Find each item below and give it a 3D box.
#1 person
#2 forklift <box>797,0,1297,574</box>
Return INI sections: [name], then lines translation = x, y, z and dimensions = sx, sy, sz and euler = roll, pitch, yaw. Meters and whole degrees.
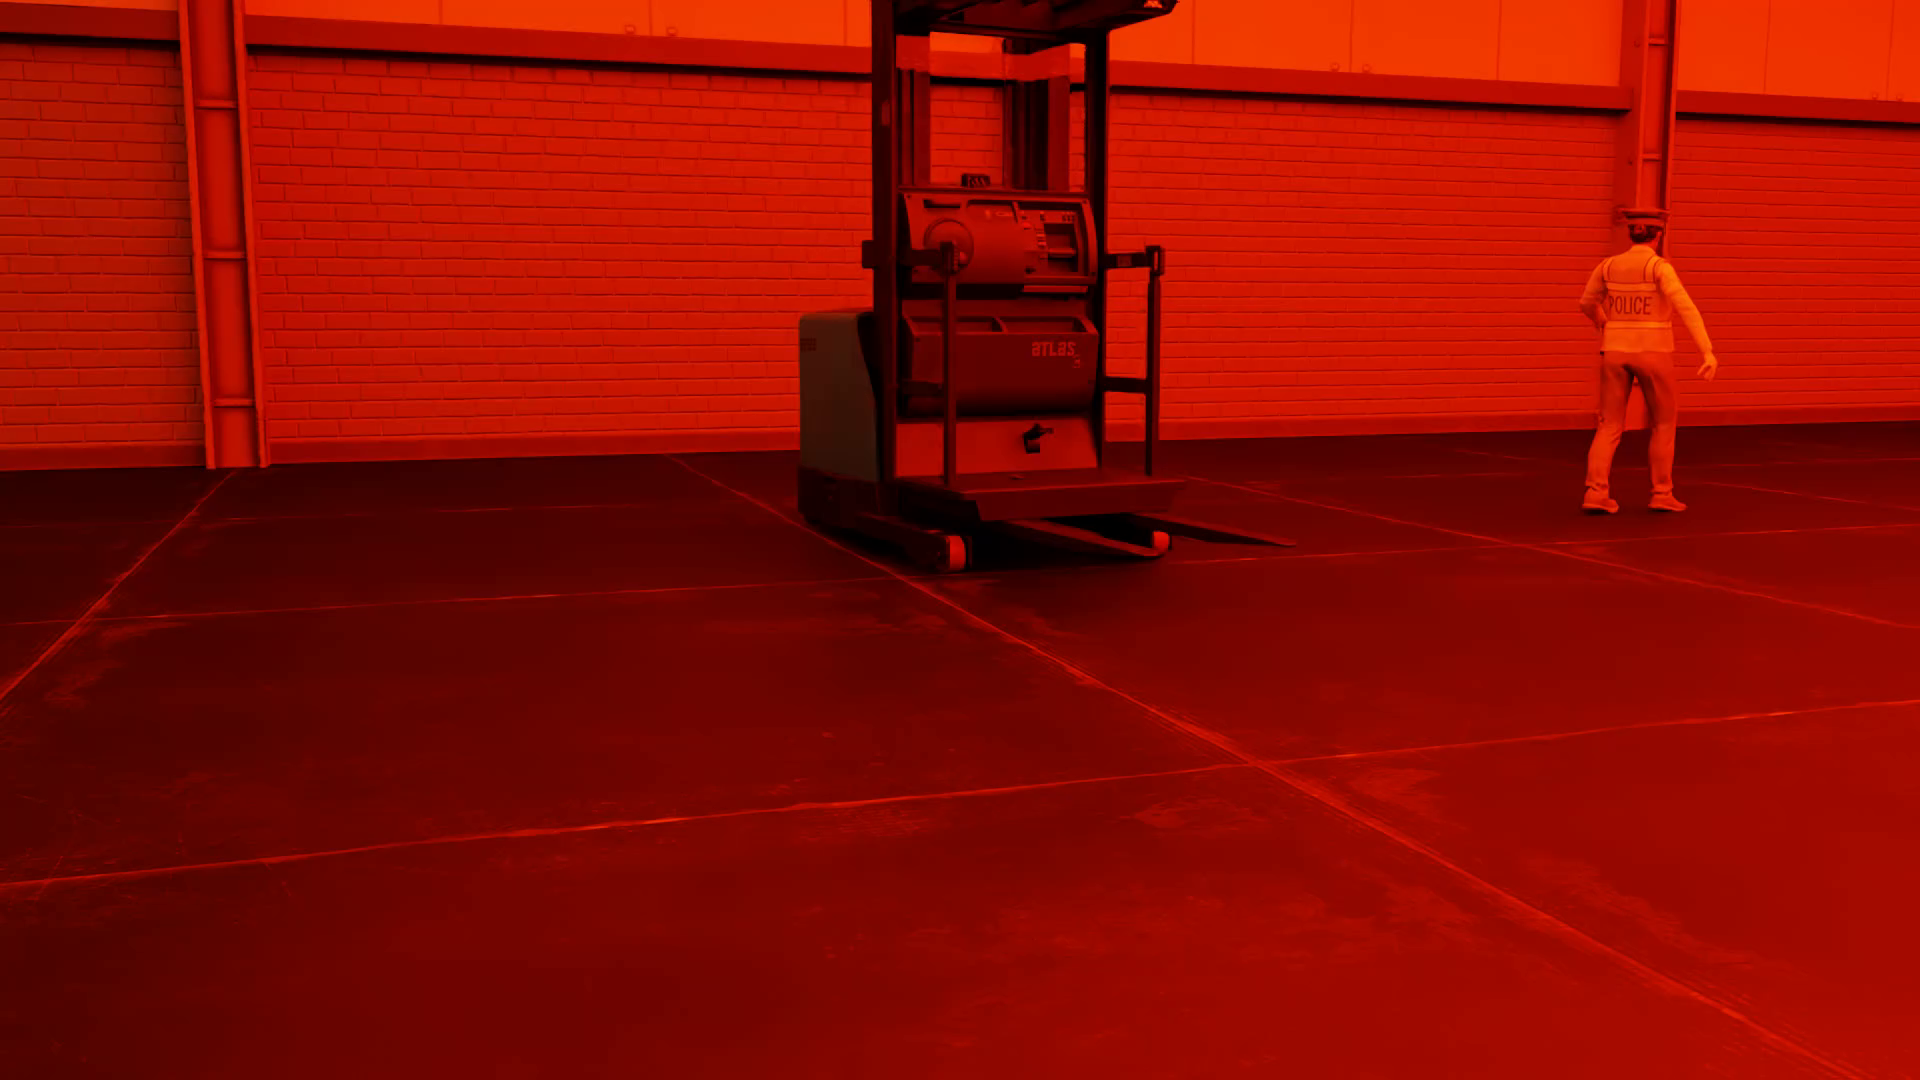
[person]
translation = 3.704, -0.956, 8.956
dimensions = 0.718, 1.650, 0.893
euler = -7, 10, -42
[forklift]
translation = 0.281, -1.379, 7.186
dimensions = 1.130, 2.935, 3.031
euler = -4, 9, -26
